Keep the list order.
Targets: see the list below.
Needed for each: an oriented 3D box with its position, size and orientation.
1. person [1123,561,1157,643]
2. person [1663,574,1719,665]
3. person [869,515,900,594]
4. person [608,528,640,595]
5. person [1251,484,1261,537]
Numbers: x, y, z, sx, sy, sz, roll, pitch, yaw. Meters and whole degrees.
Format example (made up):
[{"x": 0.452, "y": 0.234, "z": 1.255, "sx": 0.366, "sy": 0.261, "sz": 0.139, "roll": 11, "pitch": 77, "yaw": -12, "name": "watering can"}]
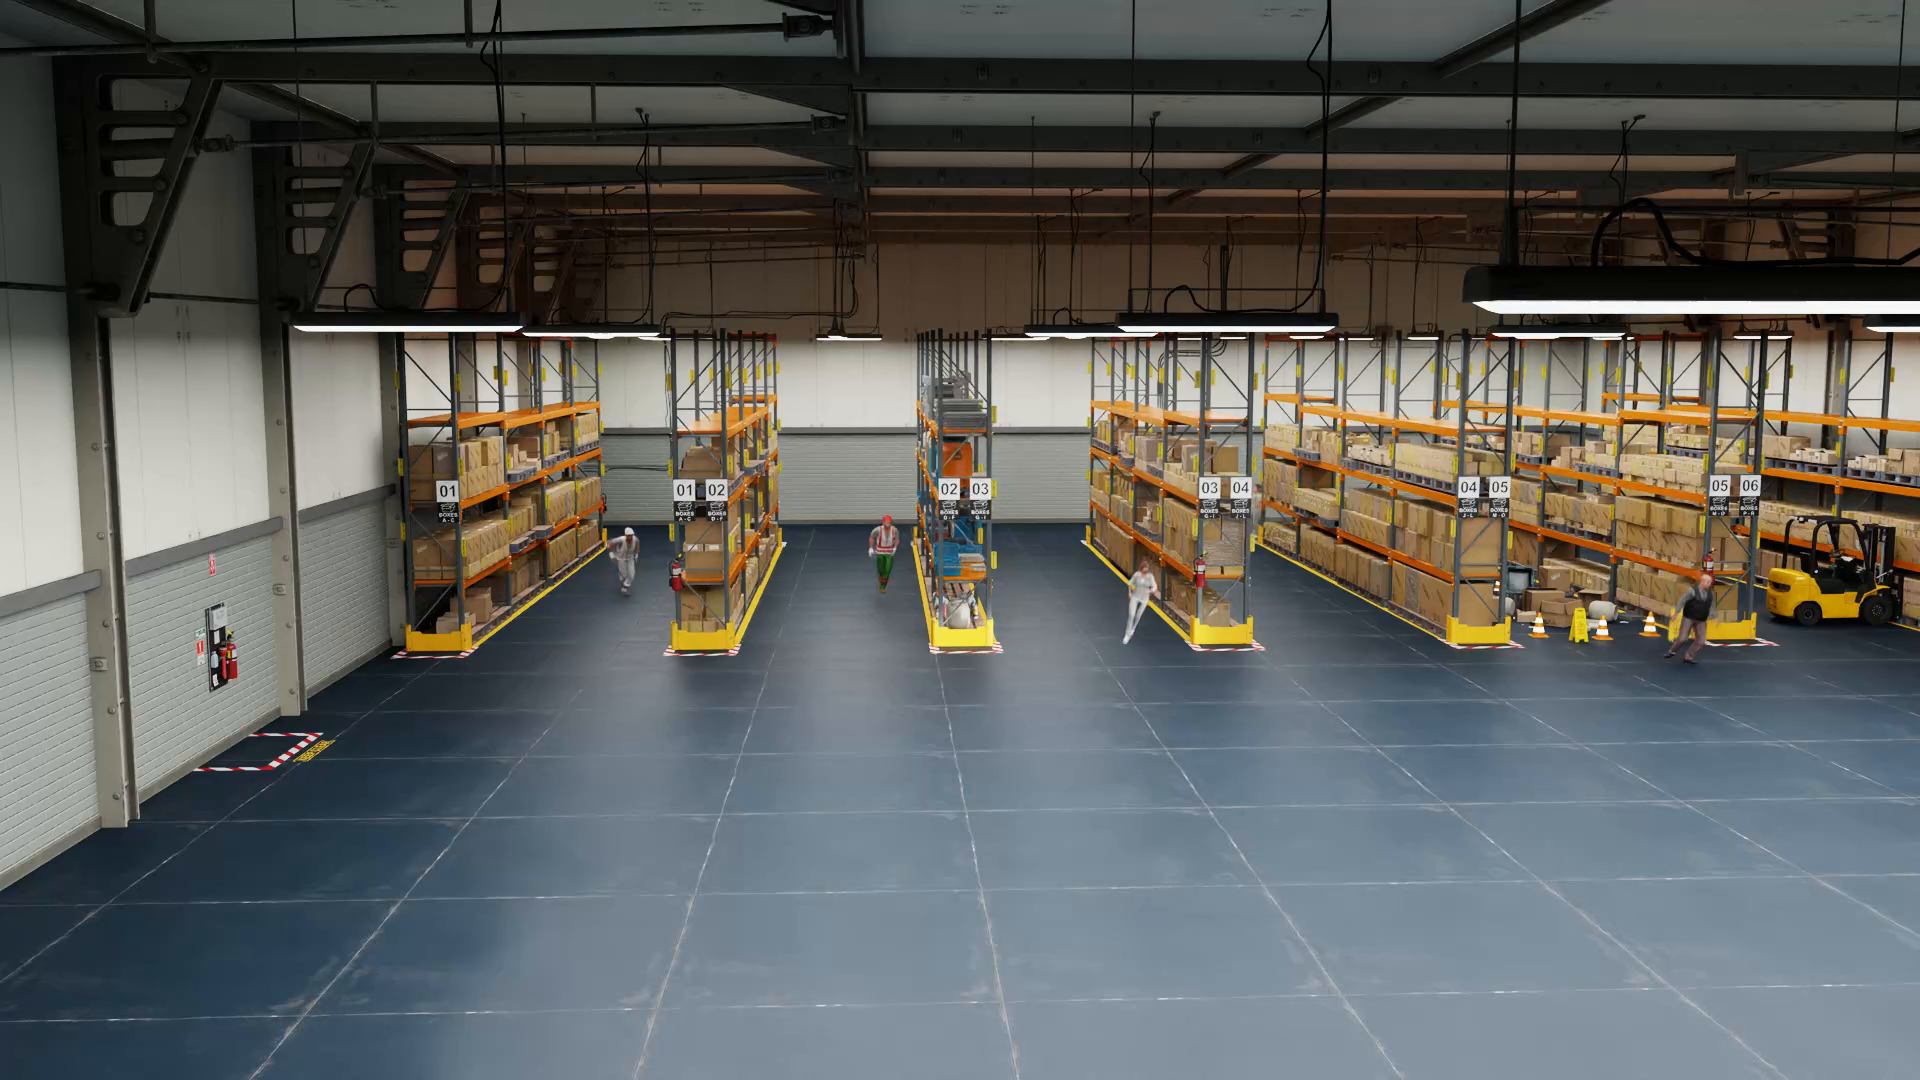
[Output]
[{"x": 3.468, "y": 1.169, "z": 32.149, "sx": 0.671, "sy": 1.545, "sz": 0.801, "roll": 0, "pitch": 7, "yaw": 2, "name": "person"}, {"x": 13.059, "y": 1.406, "z": 29.699, "sx": 0.802, "sy": 1.641, "sz": 0.625, "roll": -1, "pitch": 7, "yaw": -8, "name": "person"}, {"x": -1.652, "y": 0.302, "z": 36.362, "sx": 0.672, "sy": 1.726, "sz": 0.715, "roll": -2, "pitch": 7, "yaw": -15, "name": "person"}, {"x": -7.620, "y": 0.490, "z": 37.798, "sx": 0.699, "sy": 1.589, "sz": 0.844, "roll": -3, "pitch": 7, "yaw": -26, "name": "person"}, {"x": 8.658, "y": -0.850, "z": 48.887, "sx": 0.634, "sy": 1.629, "sz": 0.613, "roll": -2, "pitch": 7, "yaw": -17, "name": "person"}]
